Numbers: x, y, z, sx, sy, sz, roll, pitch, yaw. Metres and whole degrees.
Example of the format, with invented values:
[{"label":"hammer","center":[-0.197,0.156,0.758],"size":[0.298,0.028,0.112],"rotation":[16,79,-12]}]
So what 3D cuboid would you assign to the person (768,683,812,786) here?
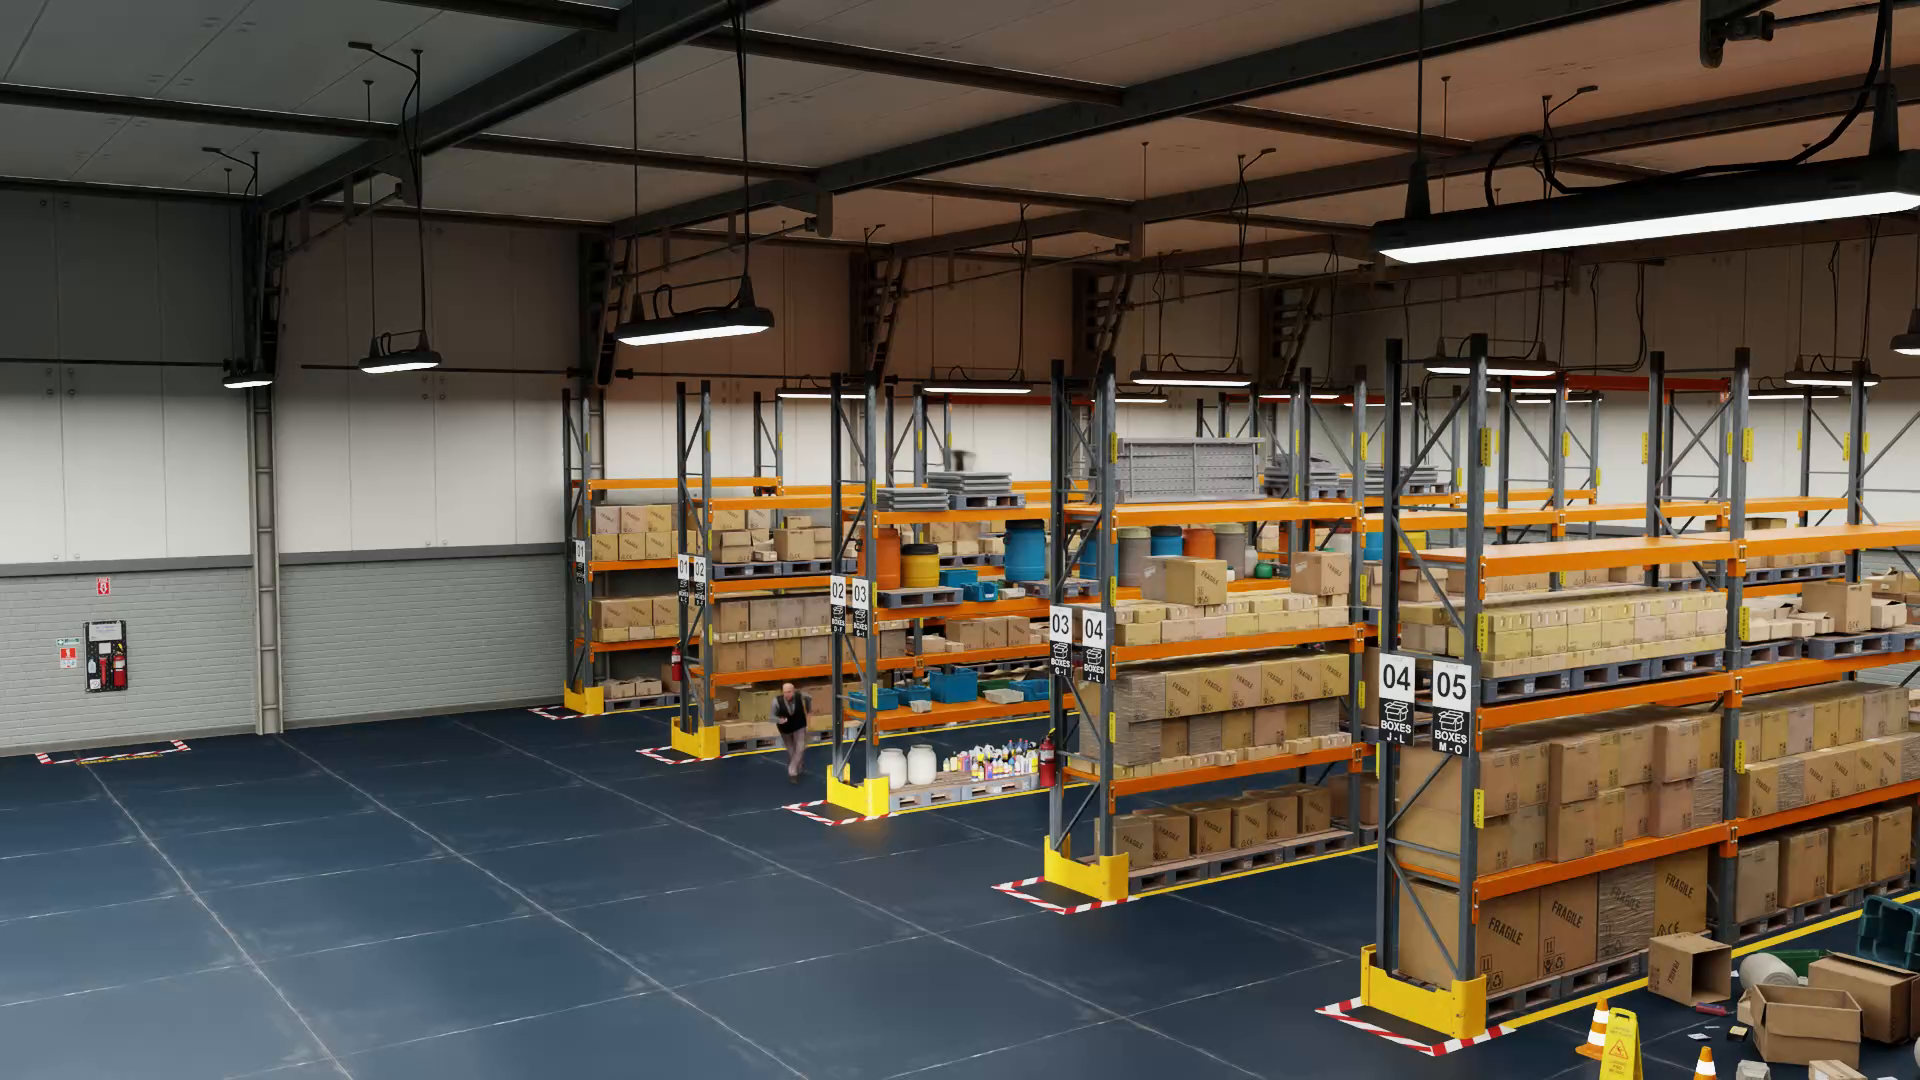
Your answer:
[{"label":"person","center":[-2.504,2.806,24.603],"size":[0.635,1.513,1.135],"rotation":[0,4,-3]}]
